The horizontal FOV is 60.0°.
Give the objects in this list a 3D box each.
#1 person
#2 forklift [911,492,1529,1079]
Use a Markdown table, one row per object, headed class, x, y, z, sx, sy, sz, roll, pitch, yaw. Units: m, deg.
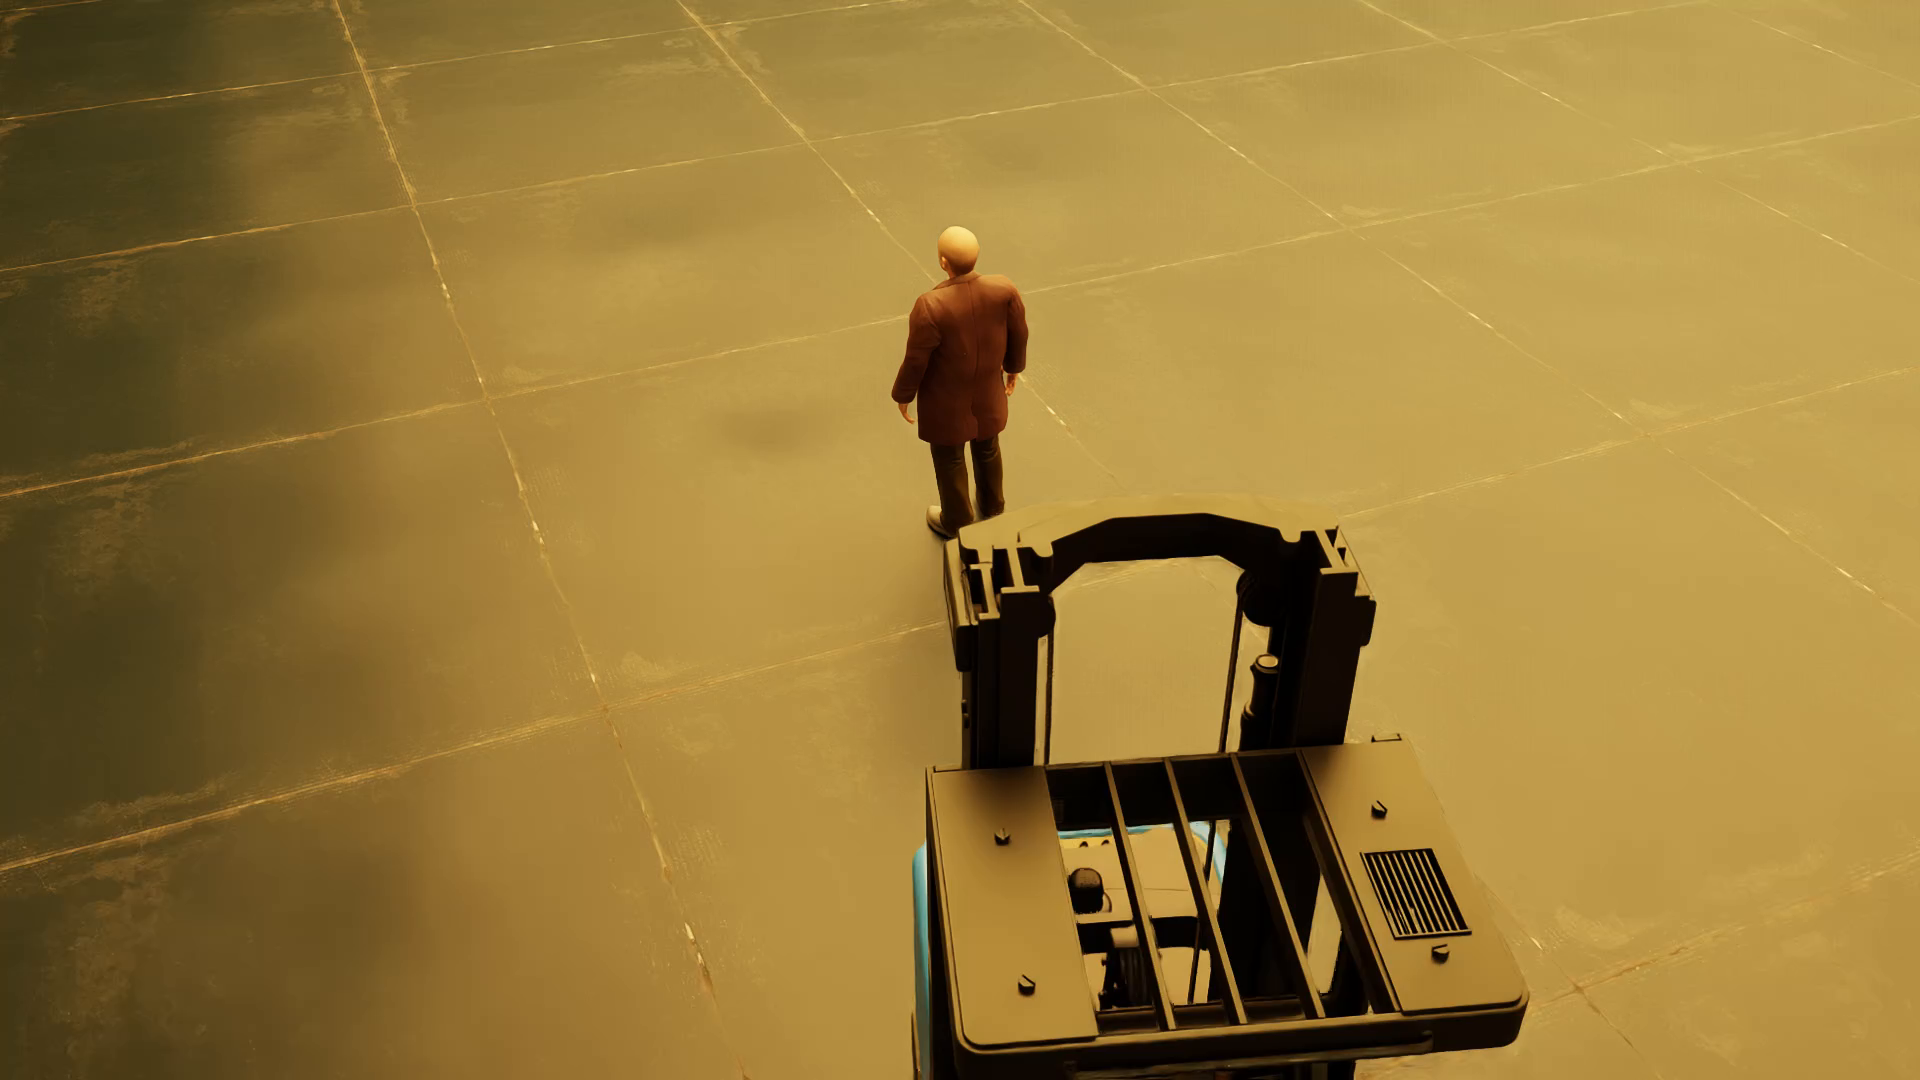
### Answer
| class | x | y | z | sx | sy | sz | roll | pitch | yaw |
| --- | --- | --- | --- | --- | --- | --- | --- | --- | --- |
| person | -0.032 | -0.781 | 8.178 | 0.698 | 1.778 | 0.579 | -14 | 38 | -19 |
| forklift | 0.492 | 1.475 | 4.024 | 1.130 | 2.935 | 3.031 | -3 | 36 | -5 |
